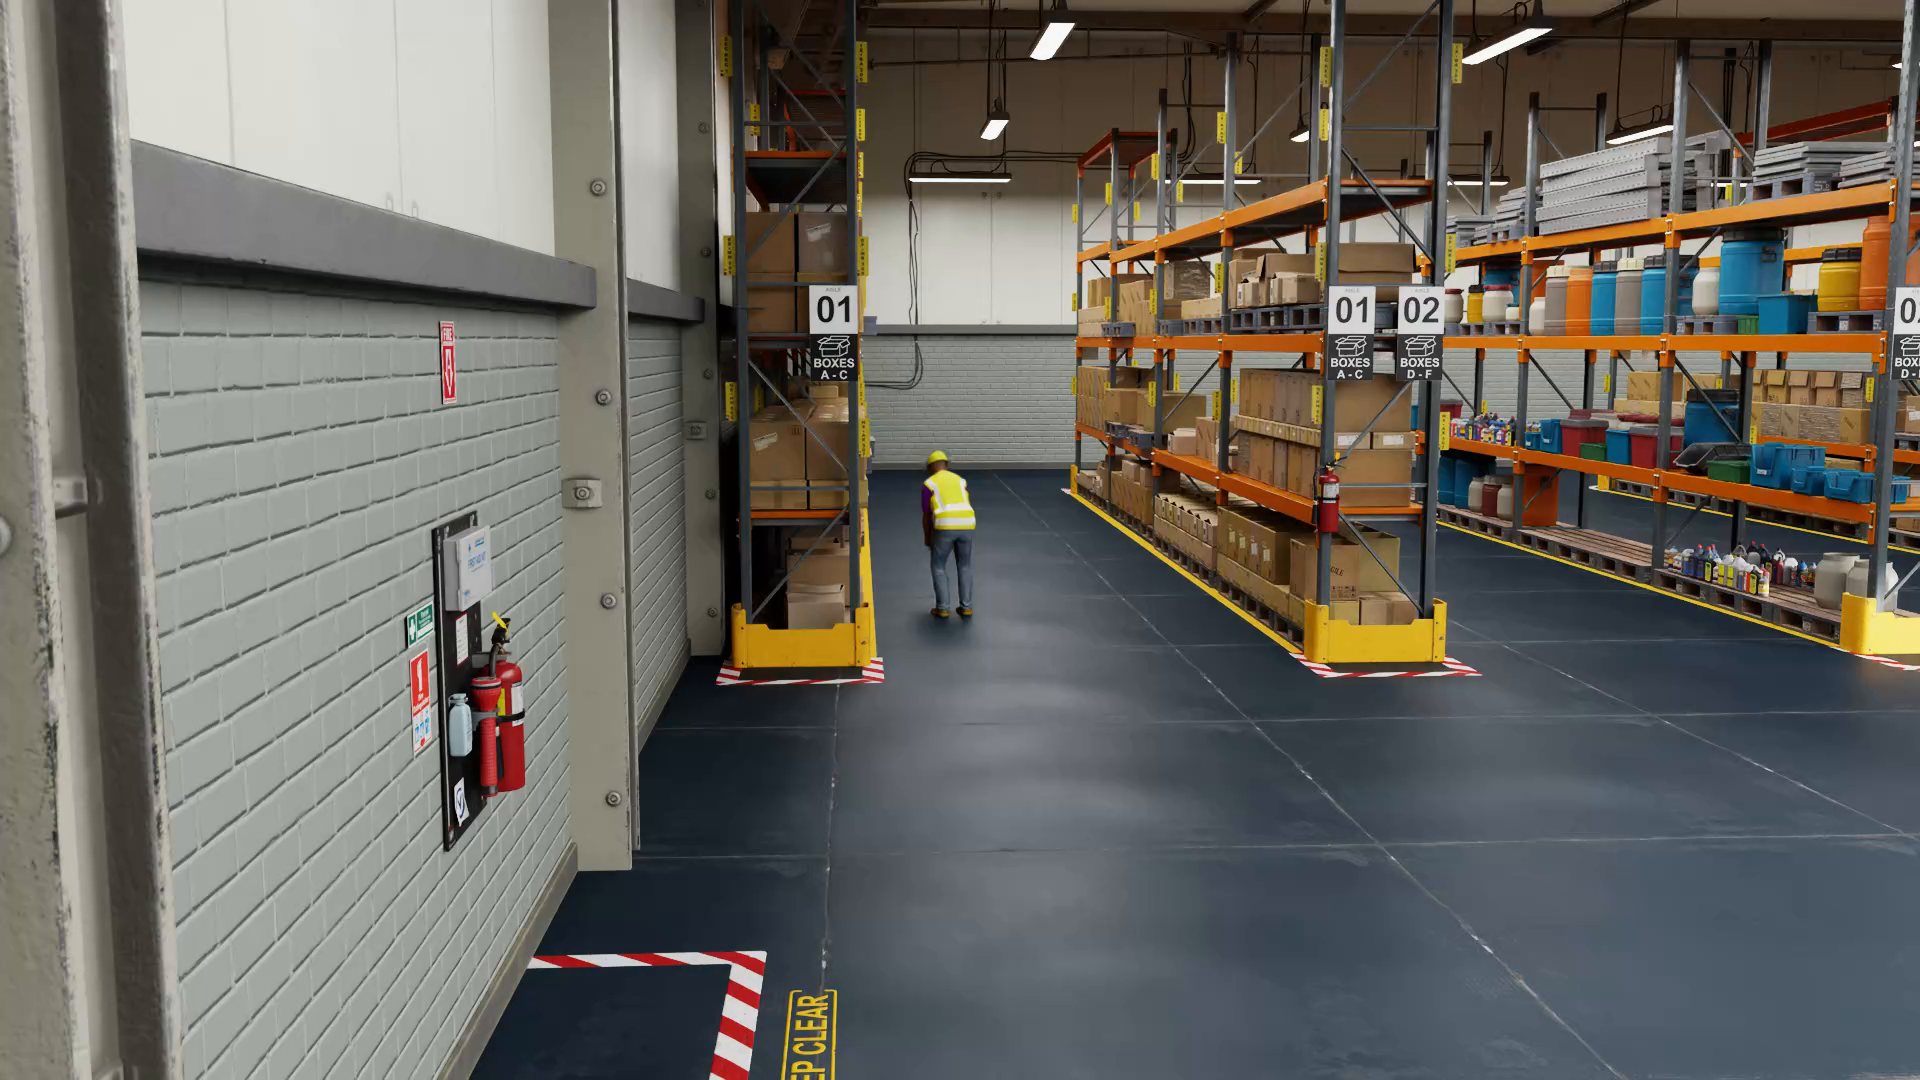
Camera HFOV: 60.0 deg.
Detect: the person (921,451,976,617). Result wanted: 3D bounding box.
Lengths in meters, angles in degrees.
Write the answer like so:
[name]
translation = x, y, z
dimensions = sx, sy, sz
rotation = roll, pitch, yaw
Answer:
[person]
translation = -0.146, -0.074, 16.813
dimensions = 0.489, 1.634, 0.715
rotation = -3, 7, -22
